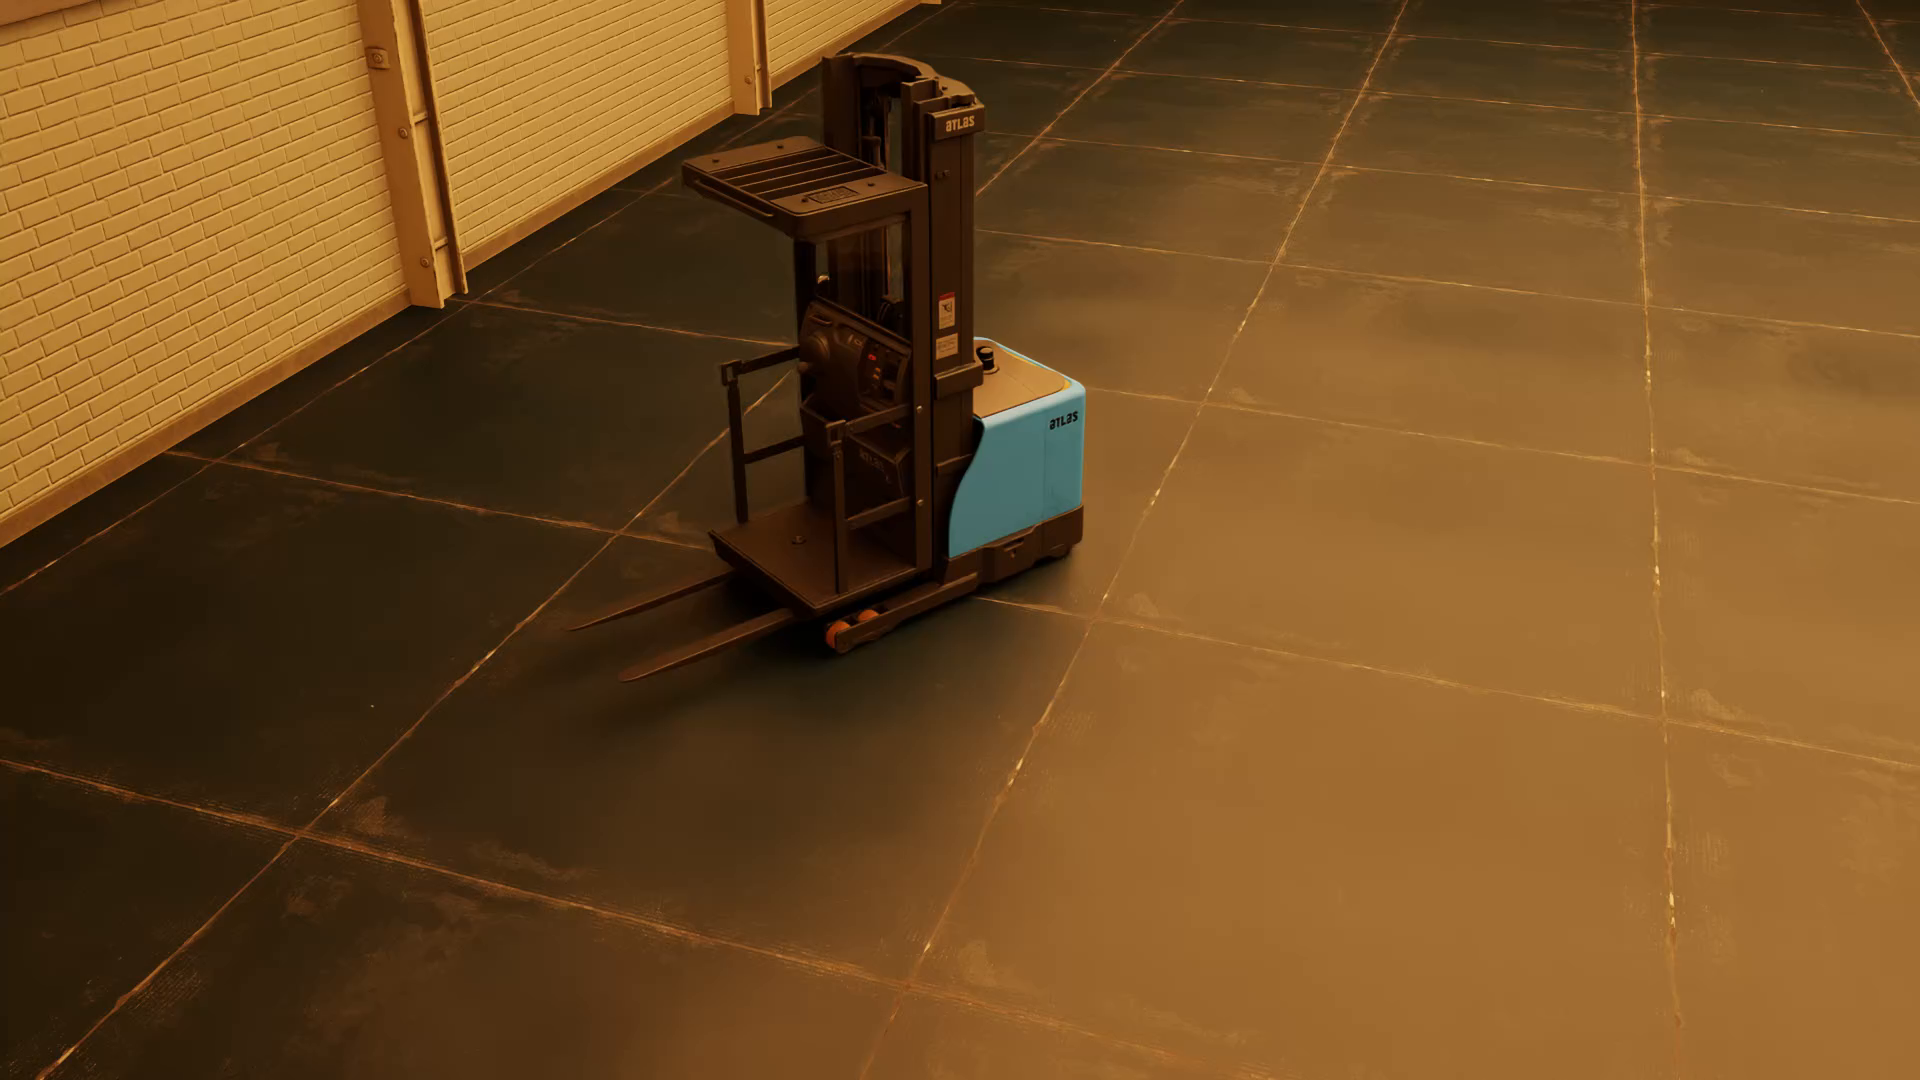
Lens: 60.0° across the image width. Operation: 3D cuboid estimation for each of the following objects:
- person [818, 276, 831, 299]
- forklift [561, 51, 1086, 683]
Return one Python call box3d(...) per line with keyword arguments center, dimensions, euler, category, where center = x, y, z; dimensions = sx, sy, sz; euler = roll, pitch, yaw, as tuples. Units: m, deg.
box3d(center=(-0.487, -1.114, 10.594), dimensions=(1.405, 1.483, 0.838), euler=(25, 38, 36), category="person")
box3d(center=(-0.732, -0.957, 8.815), dimensions=(3.031, 2.935, 1.130), euler=(-22, 36, -33), category="forklift")
